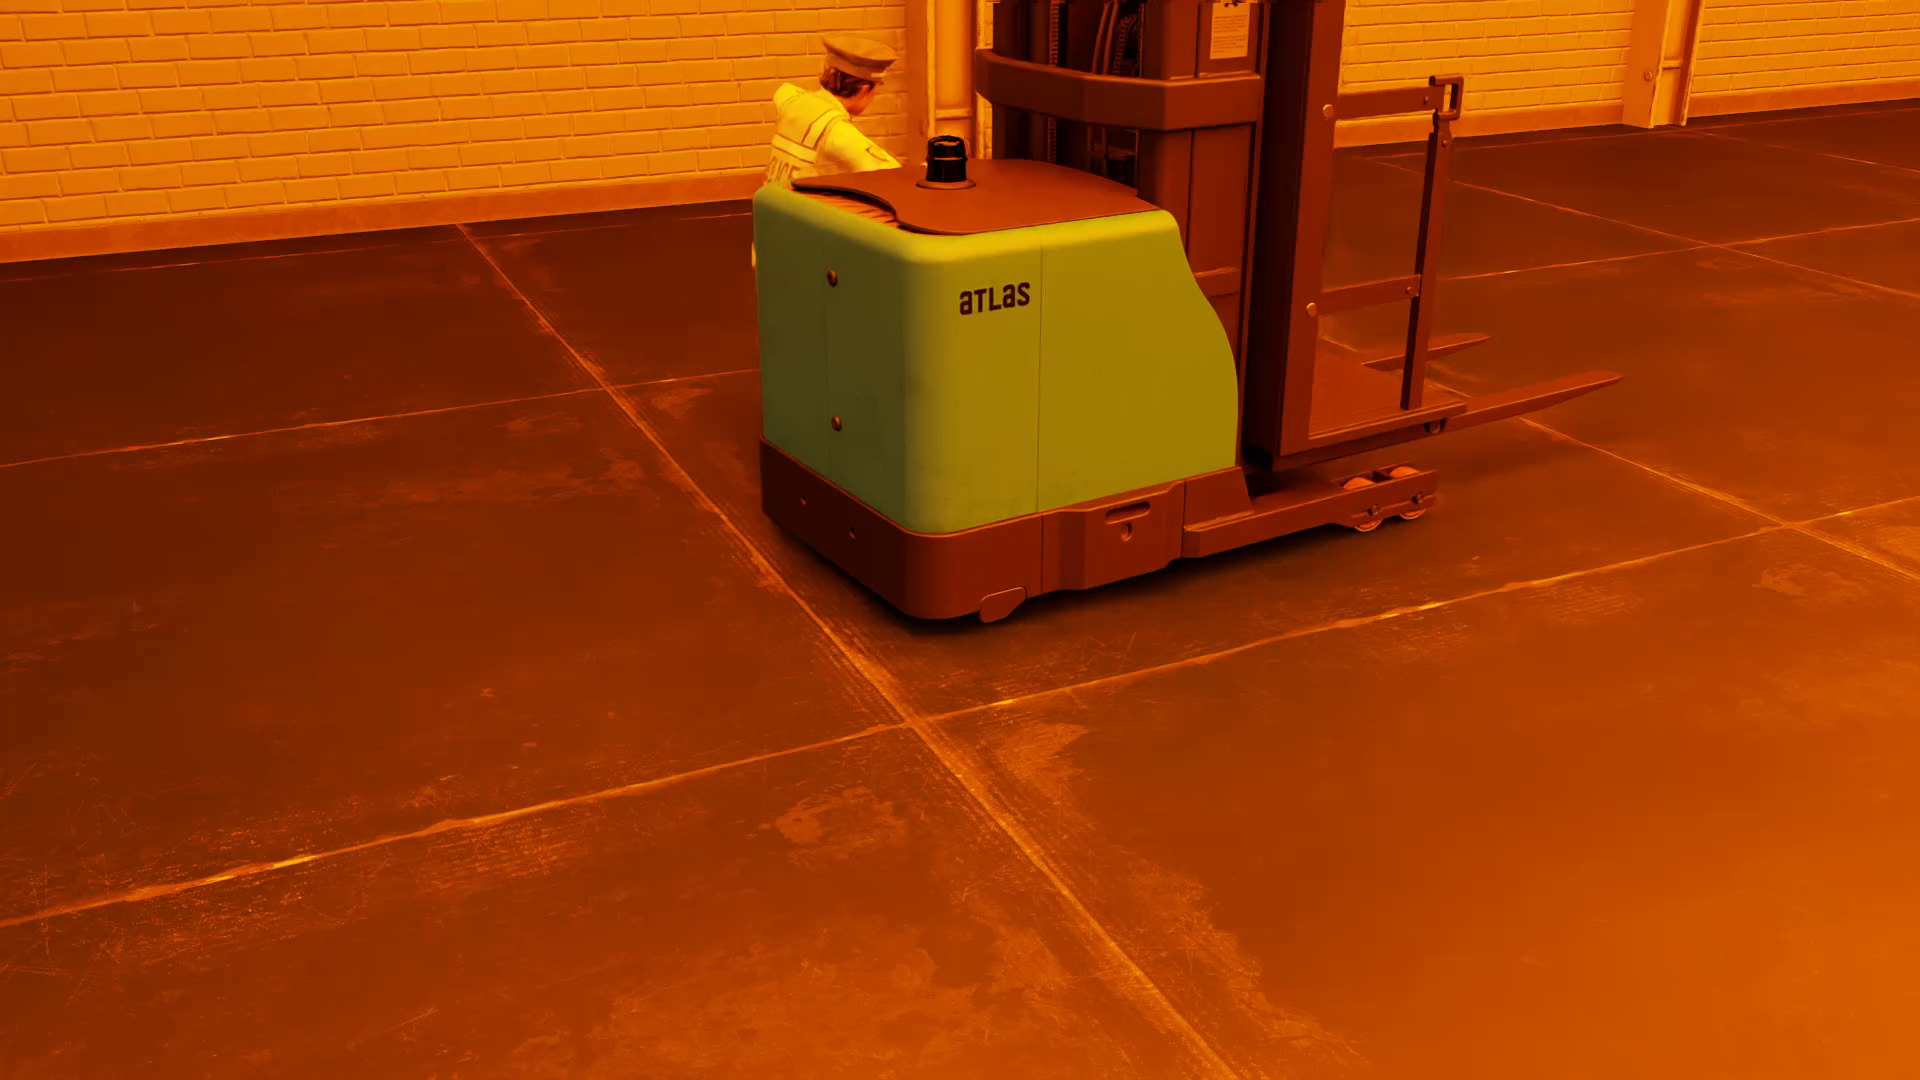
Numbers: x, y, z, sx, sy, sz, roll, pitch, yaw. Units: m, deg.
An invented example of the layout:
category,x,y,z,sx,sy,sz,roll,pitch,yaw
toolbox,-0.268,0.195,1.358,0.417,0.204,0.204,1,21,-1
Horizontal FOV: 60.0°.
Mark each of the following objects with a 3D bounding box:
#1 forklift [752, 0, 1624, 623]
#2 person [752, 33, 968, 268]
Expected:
category,x,y,z,sx,sy,sz,roll,pitch,yaw
forklift,0.911,-1.536,4.985,3.031,2.935,1.130,-13,26,-29
person,-0.354,-1.058,5.765,0.754,1.333,1.508,-11,25,-24
